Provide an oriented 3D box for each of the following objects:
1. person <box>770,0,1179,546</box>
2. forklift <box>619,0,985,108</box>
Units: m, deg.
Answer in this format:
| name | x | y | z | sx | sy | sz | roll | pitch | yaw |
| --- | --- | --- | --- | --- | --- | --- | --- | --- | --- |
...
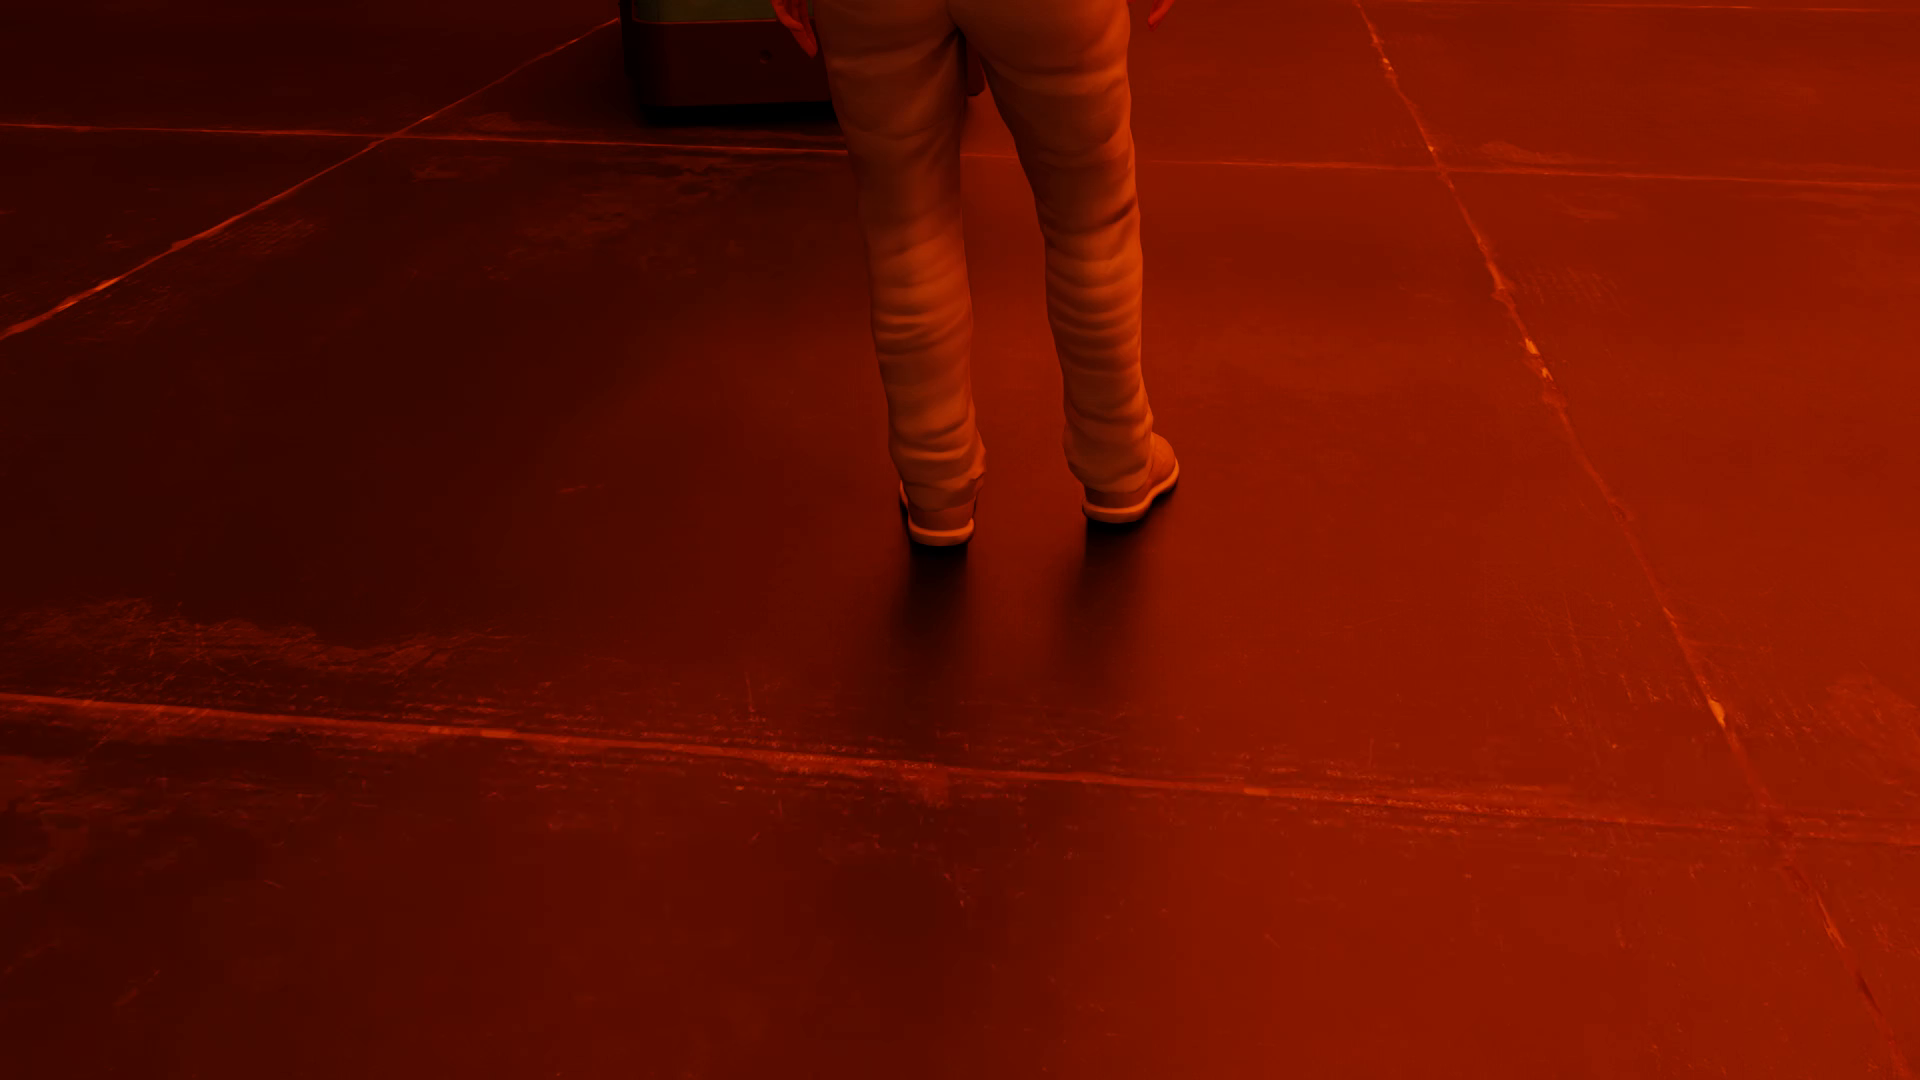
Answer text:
| name | x | y | z | sx | sy | sz | roll | pitch | yaw |
| --- | --- | --- | --- | --- | --- | --- | --- | --- | --- |
| person | 0.033 | -0.784 | 2.190 | 0.598 | 1.670 | 0.529 | 3 | 27 | 7 |
| forklift | -0.692 | -3.219 | 5.669 | 1.130 | 2.935 | 3.031 | -5 | 27 | -9 |
